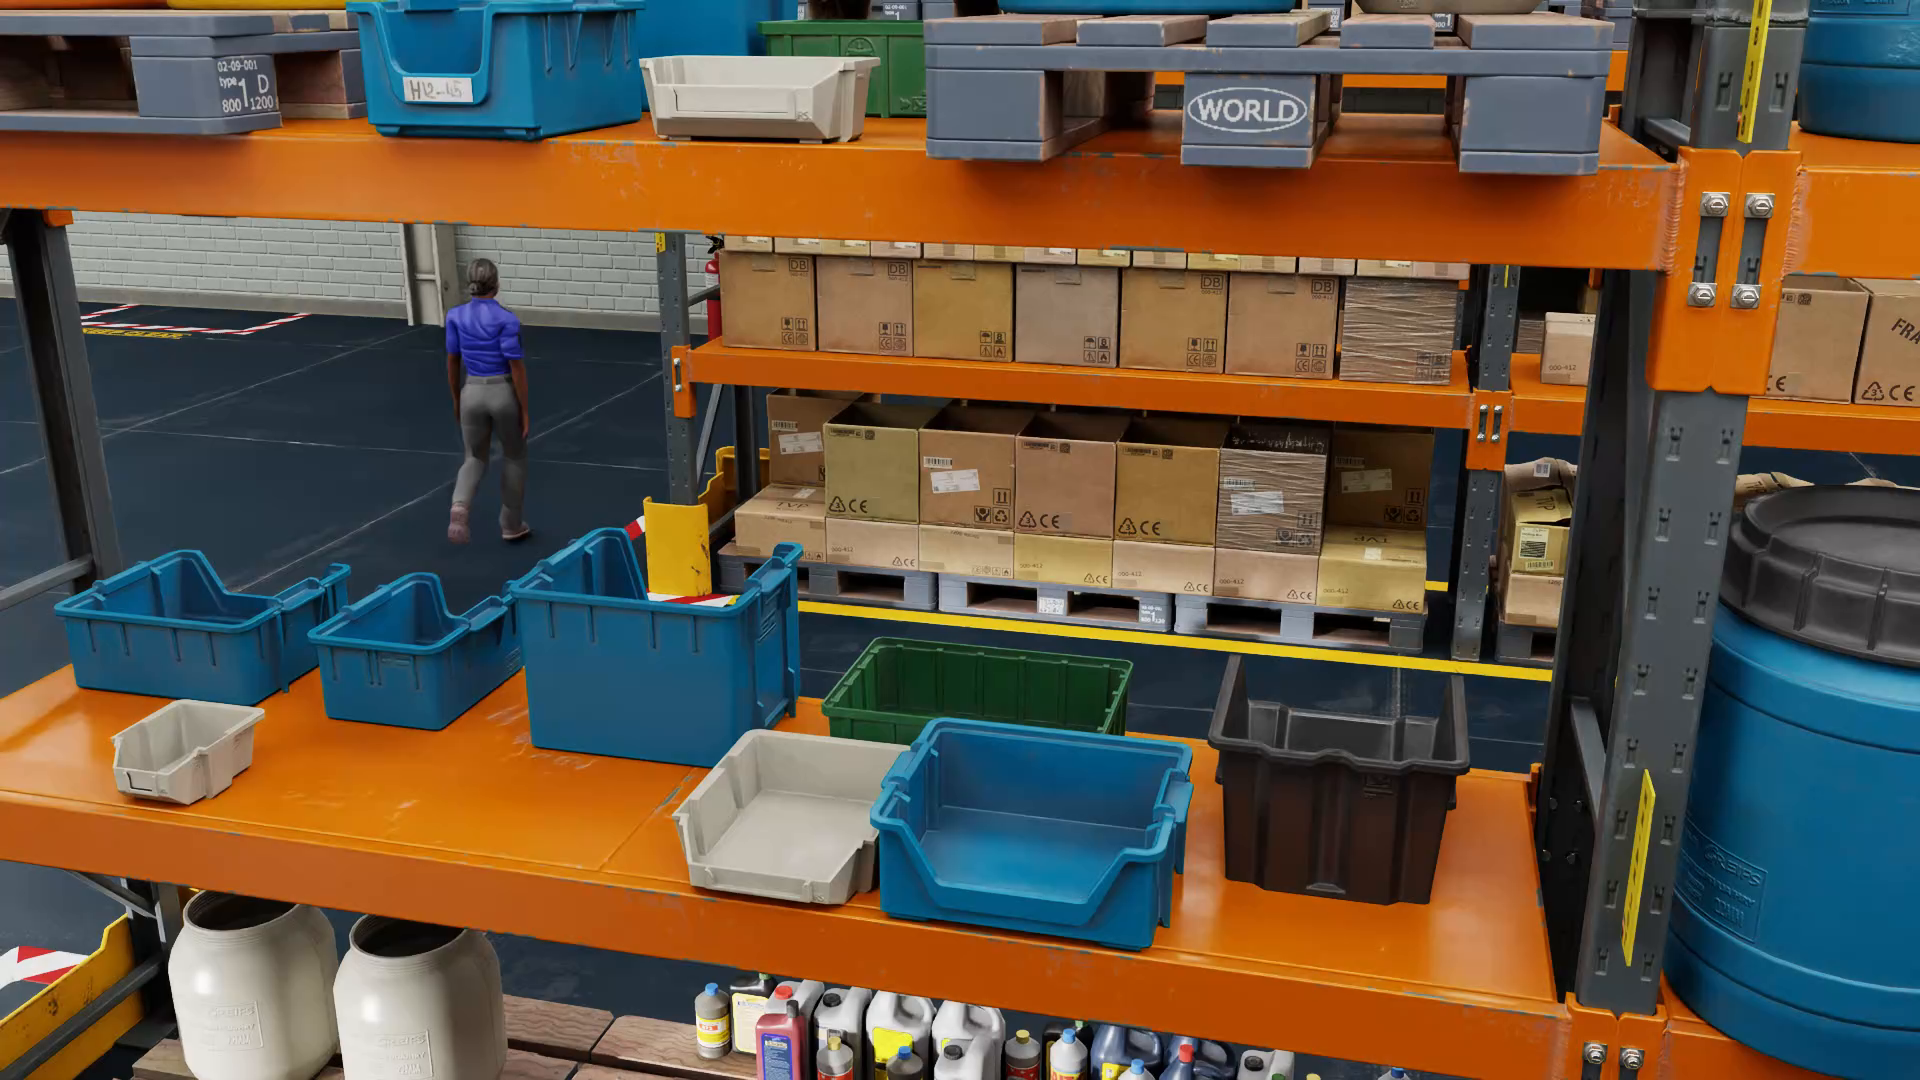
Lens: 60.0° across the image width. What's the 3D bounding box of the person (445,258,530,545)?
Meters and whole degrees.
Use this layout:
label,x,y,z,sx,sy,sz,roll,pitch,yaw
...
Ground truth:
label,x,y,z,sx,sy,sz,roll,pitch,yaw
person,-2.638,-0.744,9.276,0.481,1.643,0.677,2,18,5
